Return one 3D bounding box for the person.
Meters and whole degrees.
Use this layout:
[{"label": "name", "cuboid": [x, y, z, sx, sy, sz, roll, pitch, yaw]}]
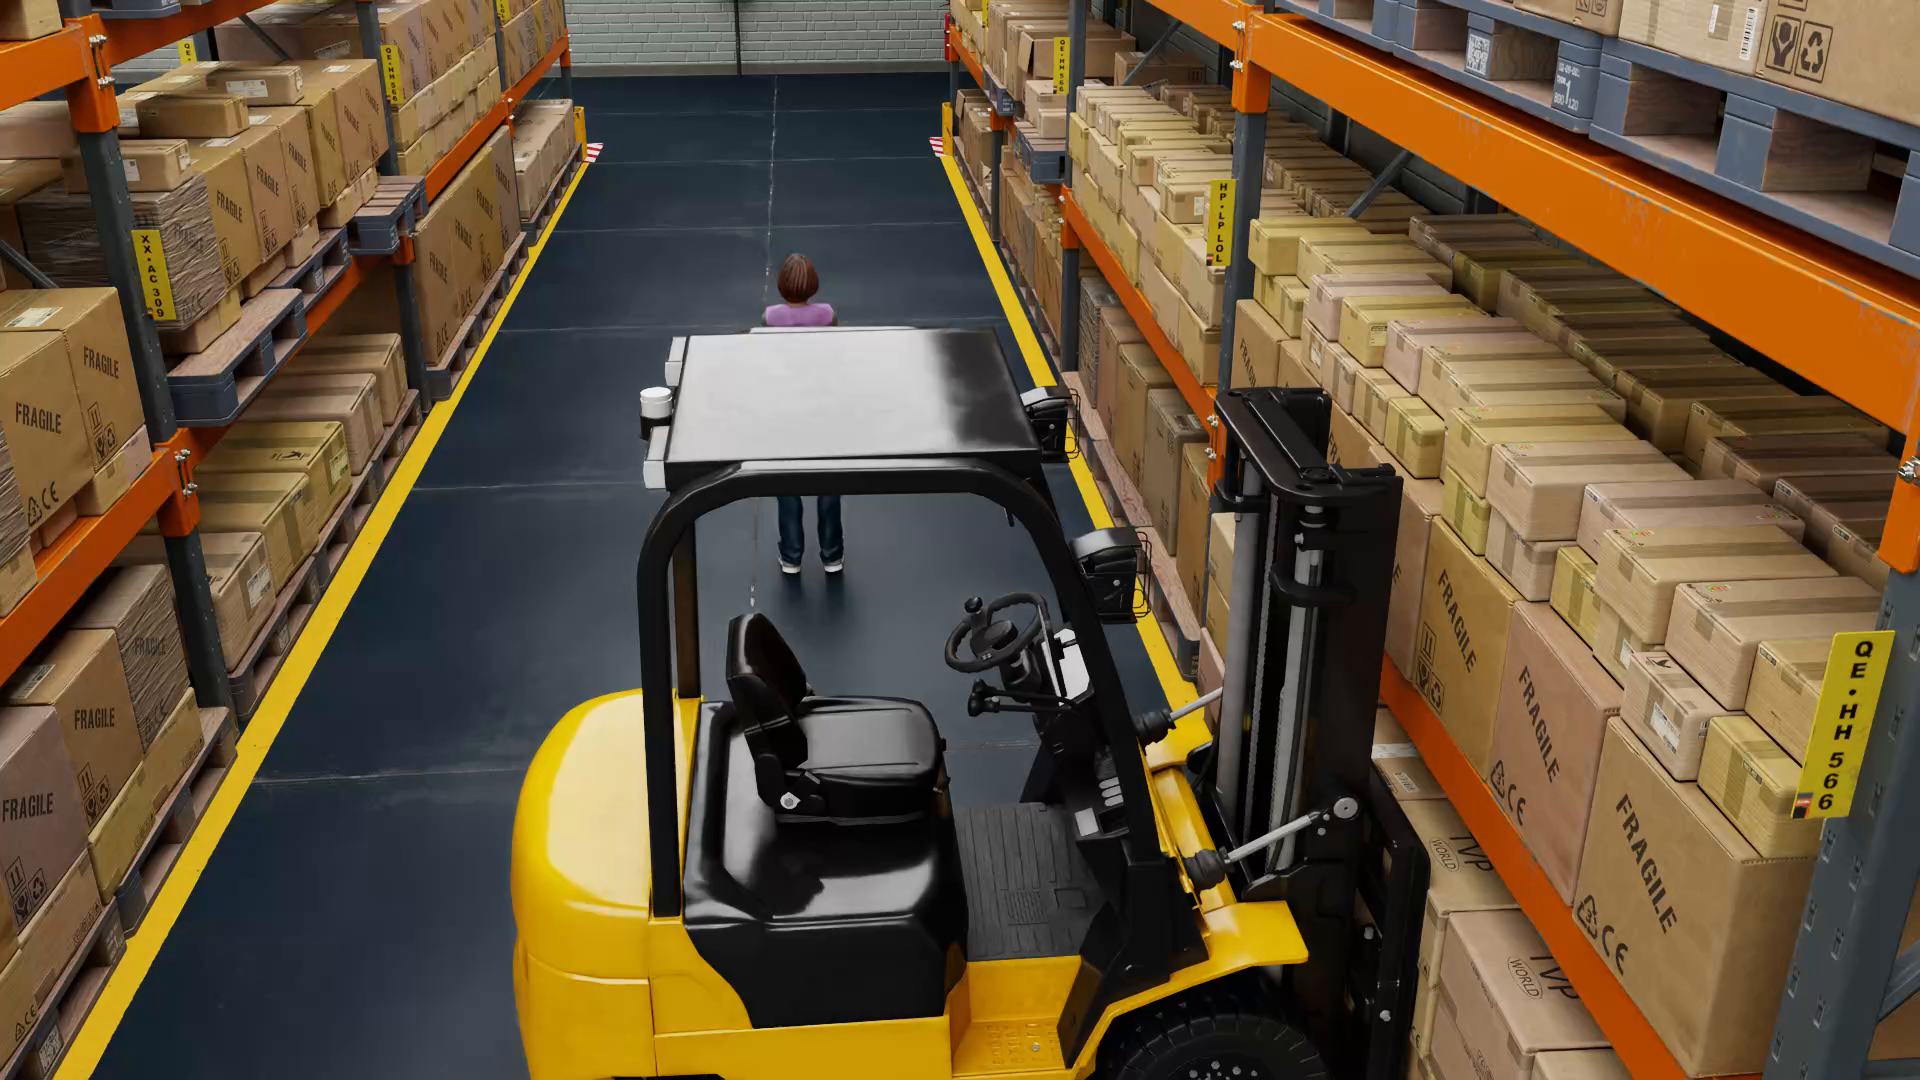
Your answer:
[{"label": "person", "cuboid": [-0.748, -0.580, 8.038, 0.396, 1.500, 0.492, -2, 24, -5]}]
